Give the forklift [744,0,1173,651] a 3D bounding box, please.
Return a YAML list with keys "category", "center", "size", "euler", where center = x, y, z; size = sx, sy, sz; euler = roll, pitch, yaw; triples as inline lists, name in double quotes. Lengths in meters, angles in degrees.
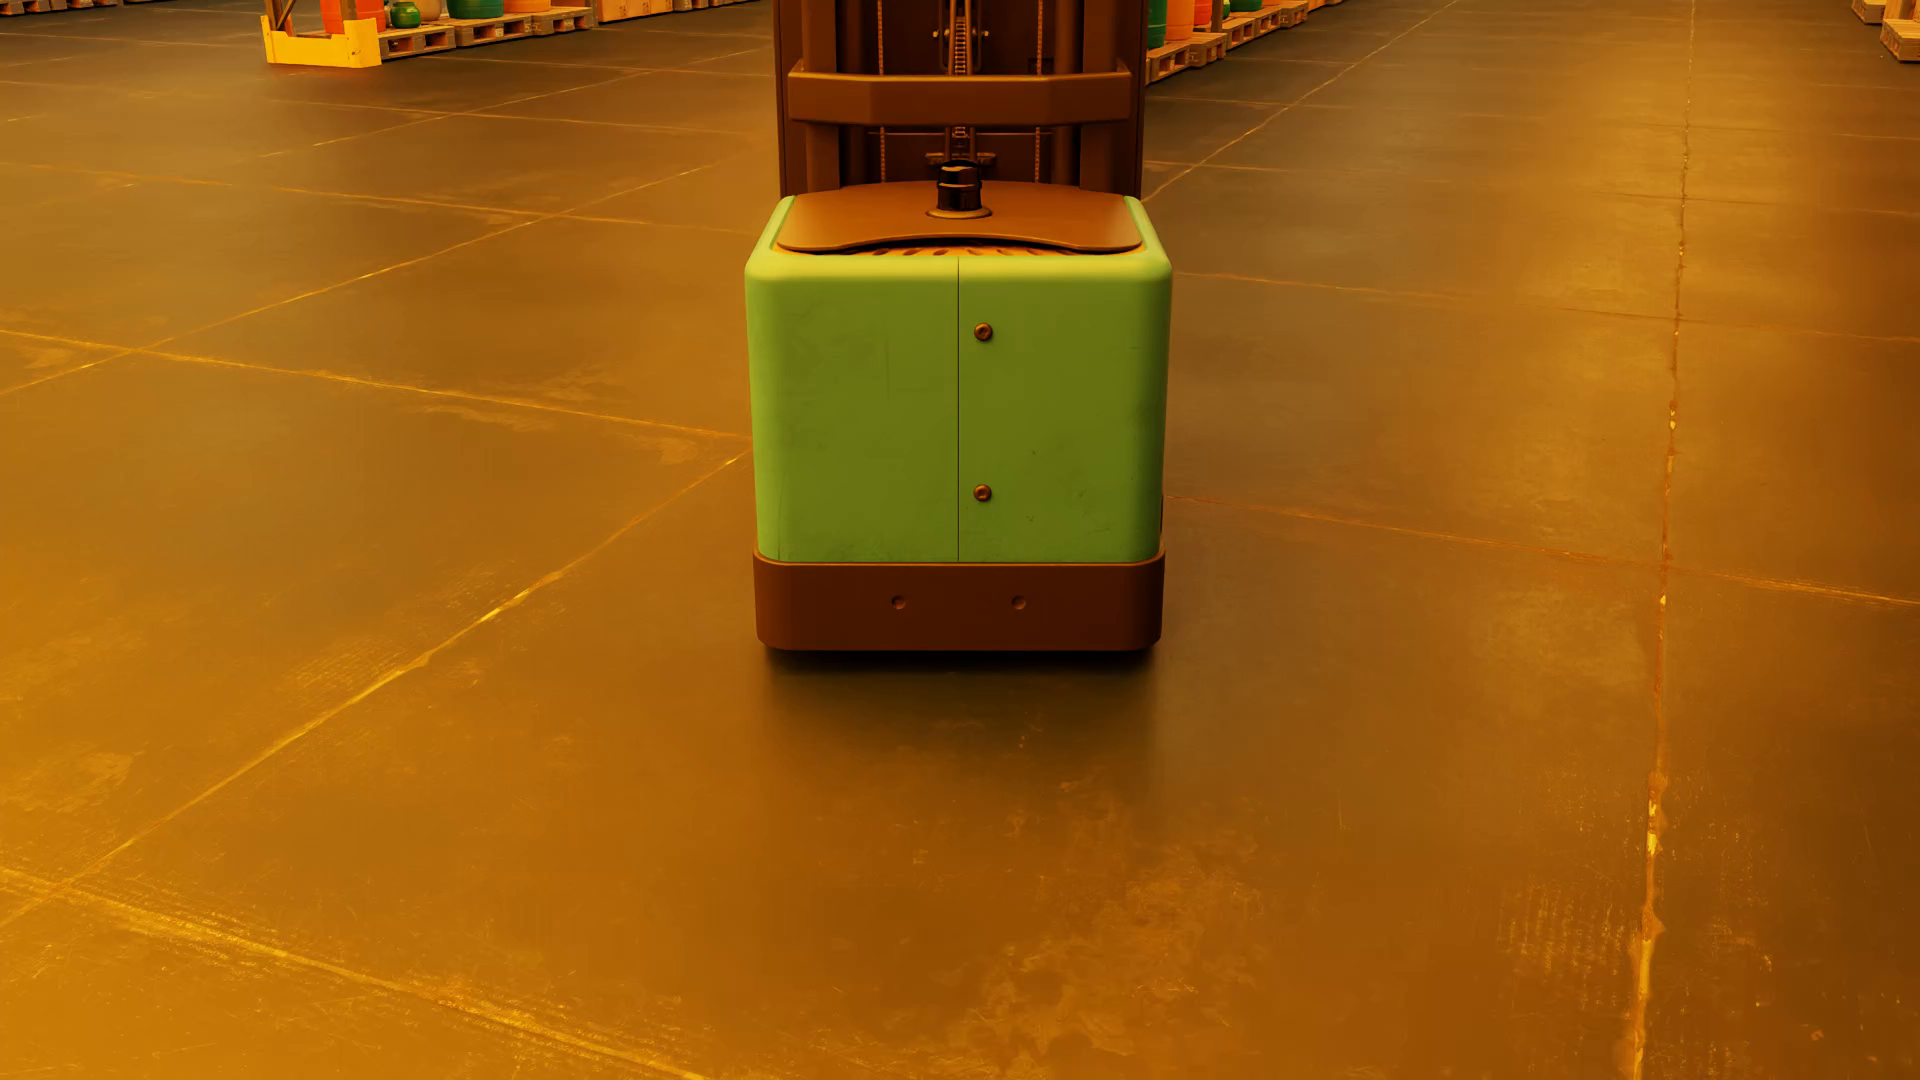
- category: "forklift"
  center: [0.002, -1.587, 5.089]
  size: [1.130, 2.935, 3.031]
  euler: [0, 23, 0]
